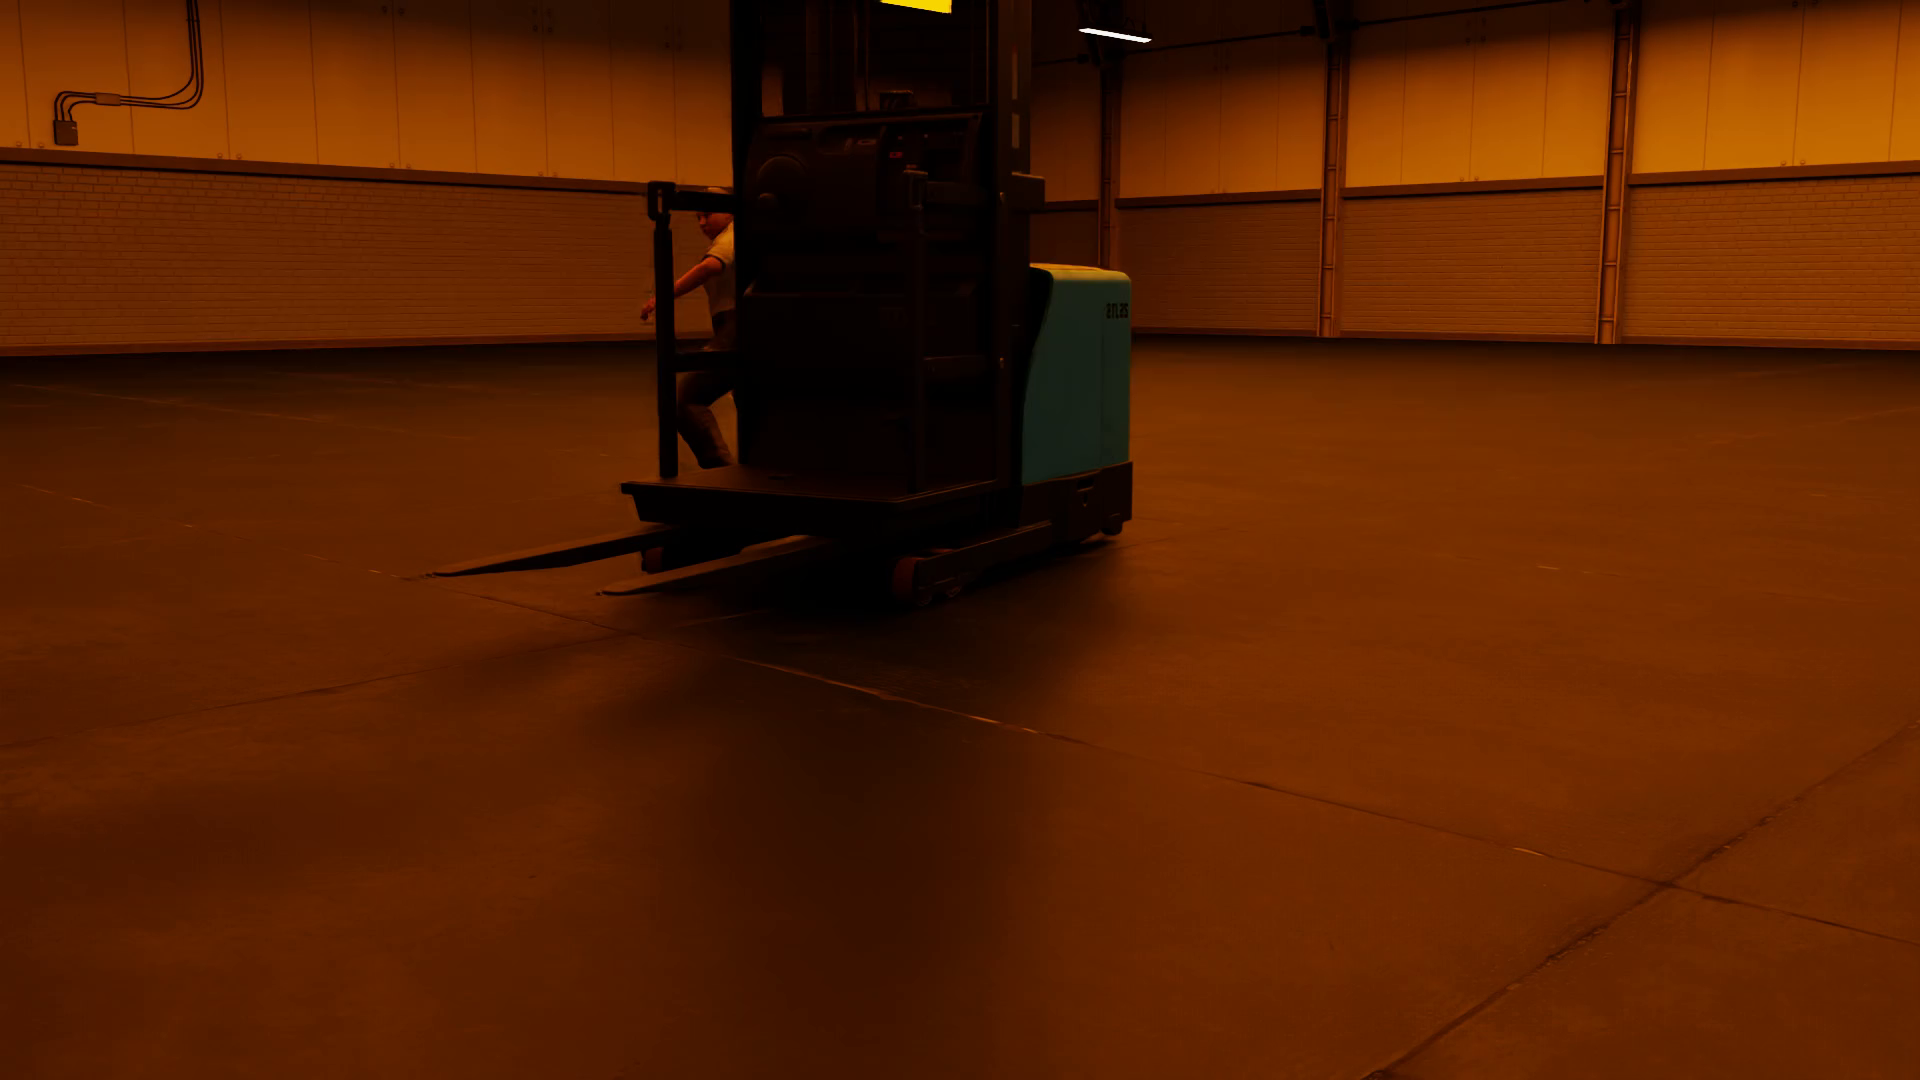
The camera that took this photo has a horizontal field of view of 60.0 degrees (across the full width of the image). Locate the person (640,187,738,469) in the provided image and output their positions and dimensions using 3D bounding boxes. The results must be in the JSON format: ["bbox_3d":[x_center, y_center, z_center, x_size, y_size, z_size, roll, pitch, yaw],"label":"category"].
[{"bbox_3d":[-1.053,-0.899,8.113,0.528,1.610,1.028,4,9,25],"label":"person"}]

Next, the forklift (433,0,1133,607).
[{"bbox_3d":[-0.446,-1.312,5.585,1.130,2.935,3.031,5,10,28],"label":"forklift"}]
